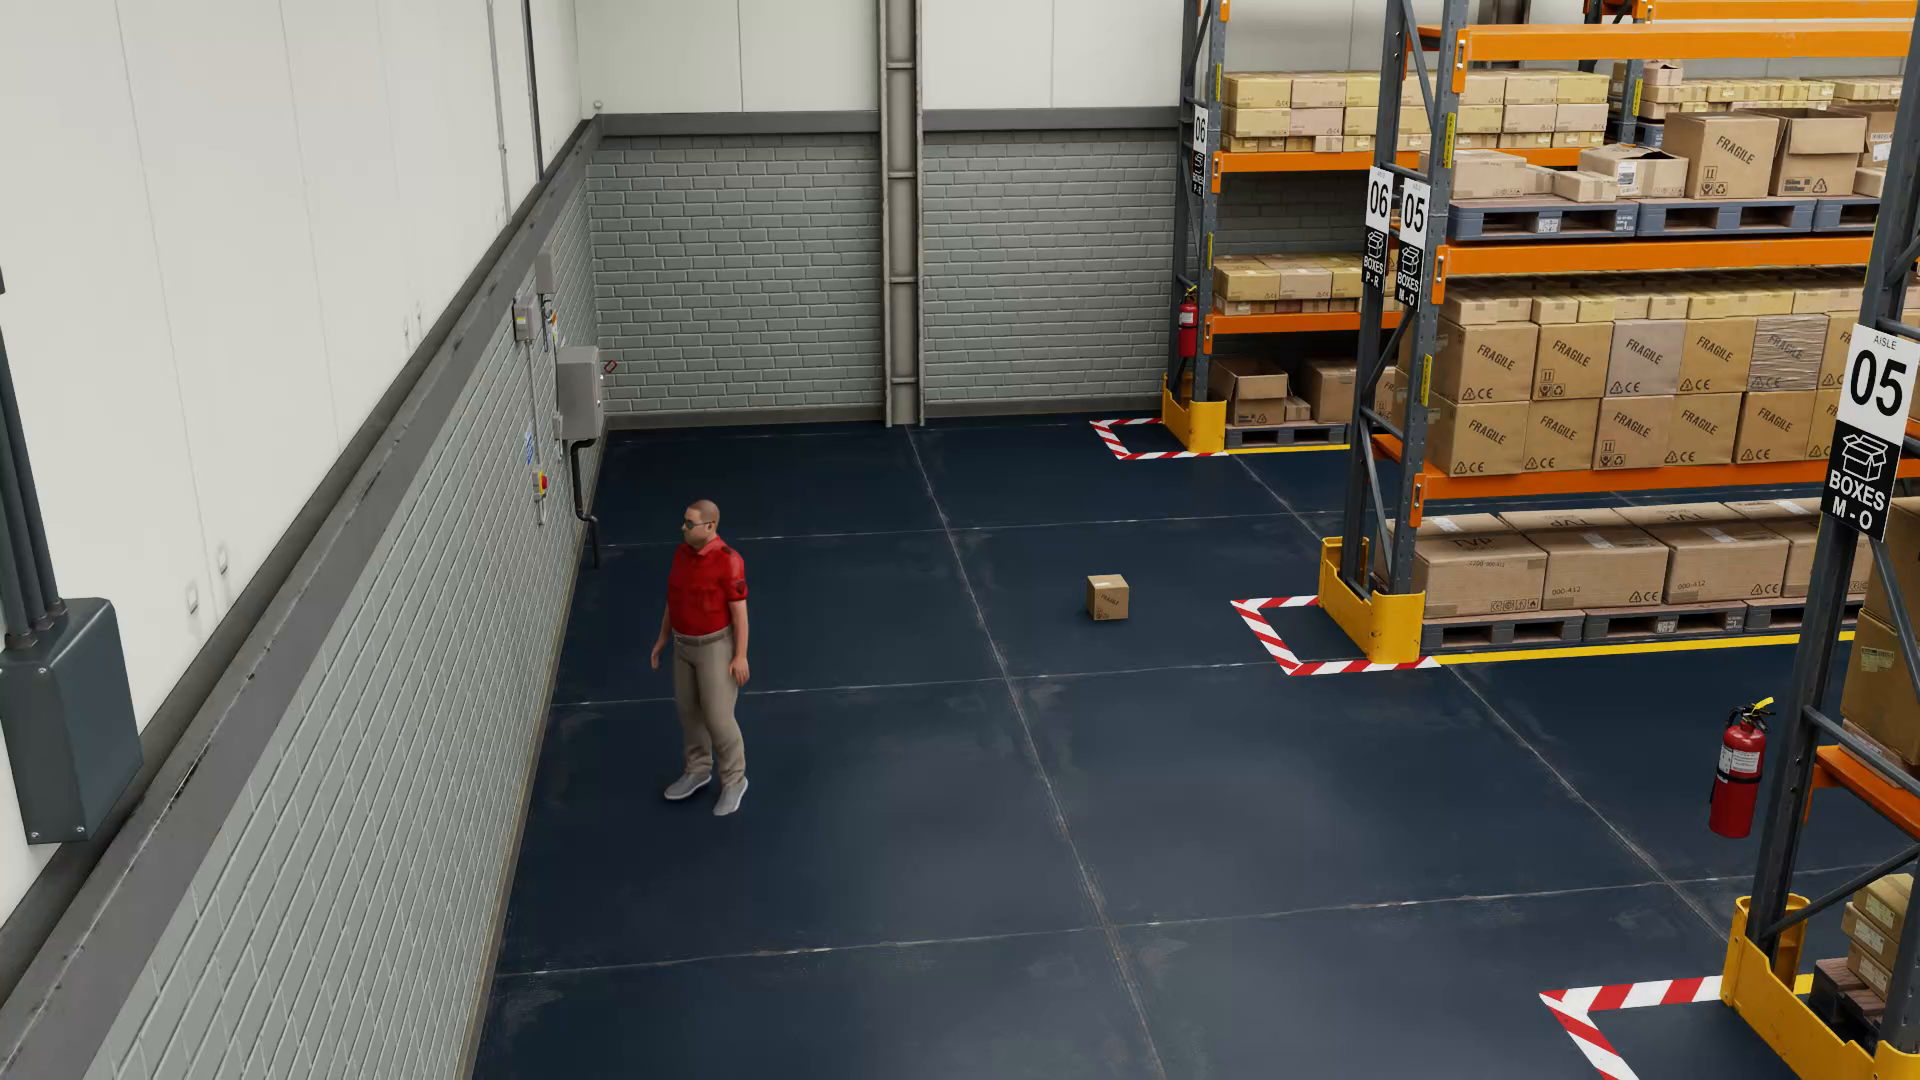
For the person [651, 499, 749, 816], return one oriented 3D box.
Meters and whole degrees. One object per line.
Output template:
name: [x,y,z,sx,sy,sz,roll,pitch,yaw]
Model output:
person: [-1.463,0.665,9.291,0.584,1.805,0.451,16,25,37]
